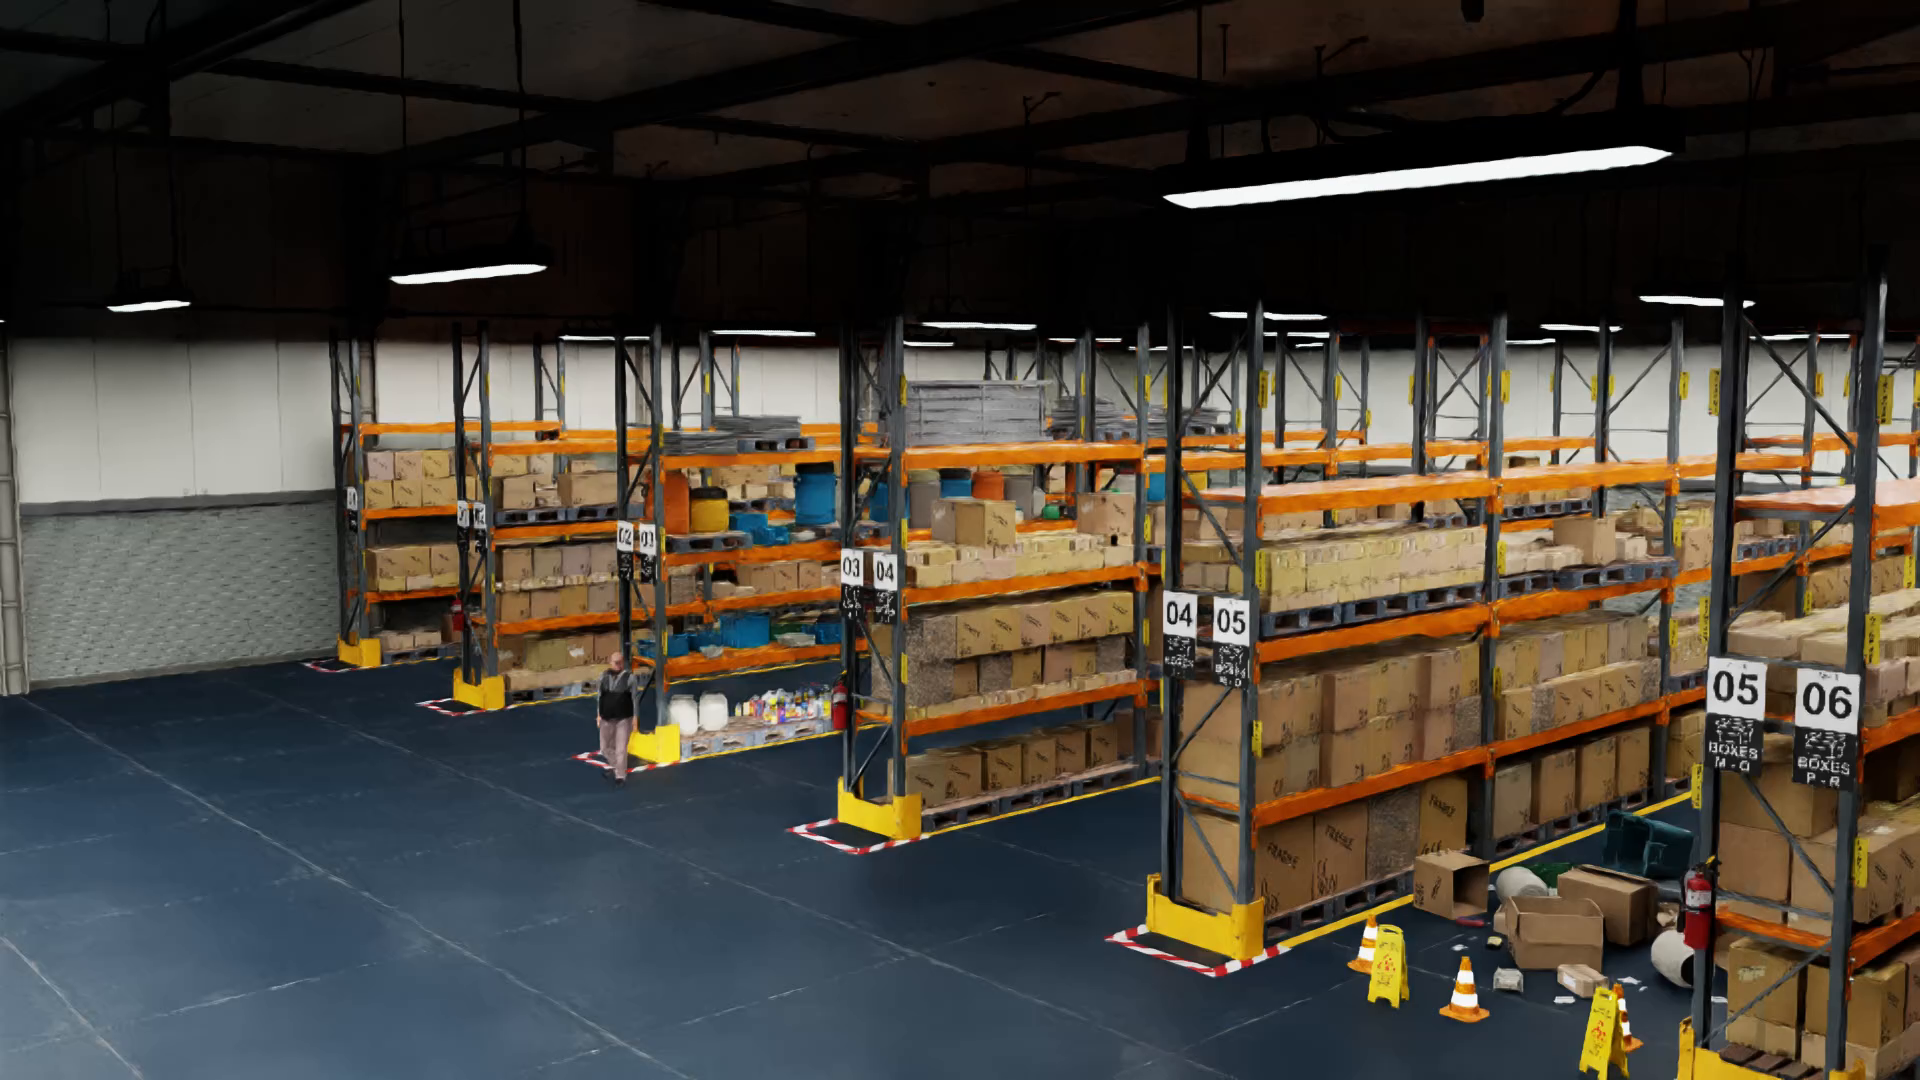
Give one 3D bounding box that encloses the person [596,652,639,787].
[{"bbox_3d":[-4.315,2.241,21.046,0.580,1.710,0.542,1,6,12],"label":"person"}]
